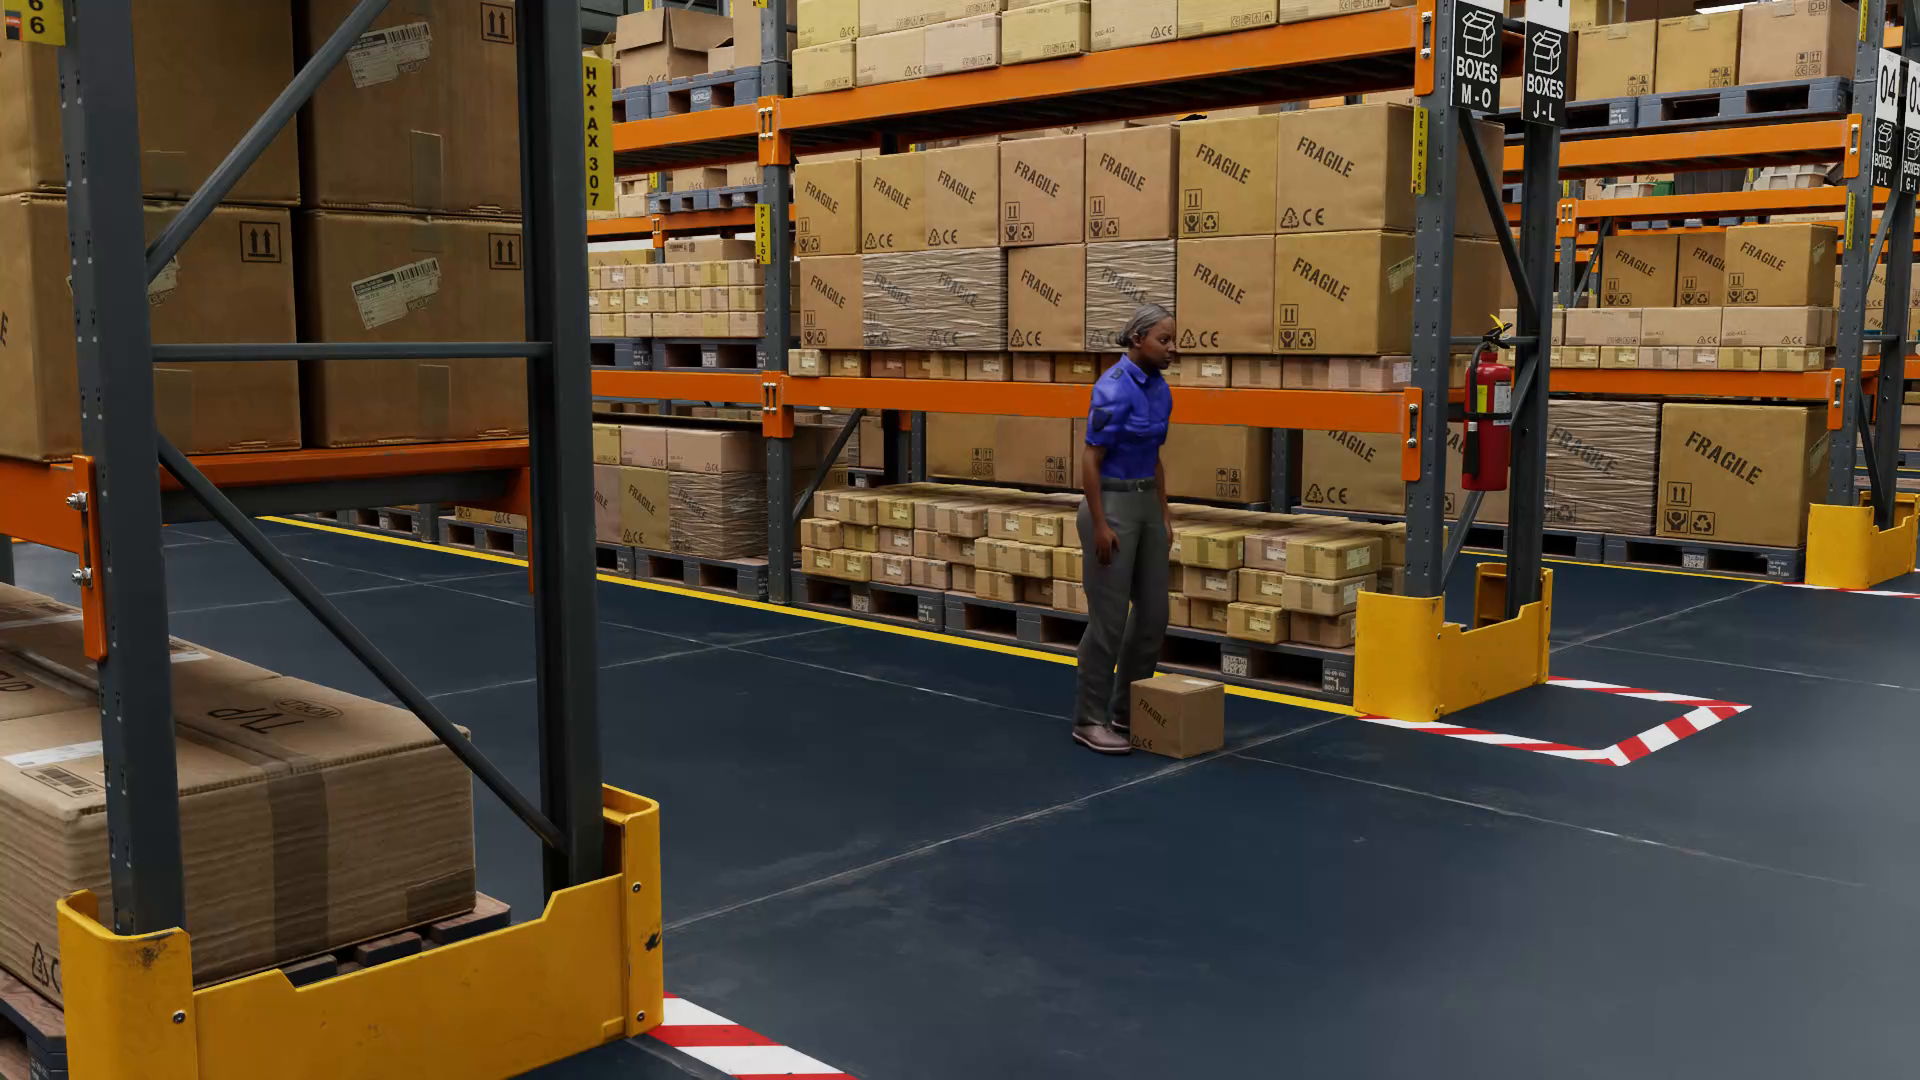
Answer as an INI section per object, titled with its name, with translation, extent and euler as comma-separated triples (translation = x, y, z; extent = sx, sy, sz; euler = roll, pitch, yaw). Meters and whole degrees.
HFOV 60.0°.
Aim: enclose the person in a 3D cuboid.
[person]
translation = 0.636, -0.061, 6.275
extent = 0.351, 1.654, 0.531
euler = 6, 9, 40
